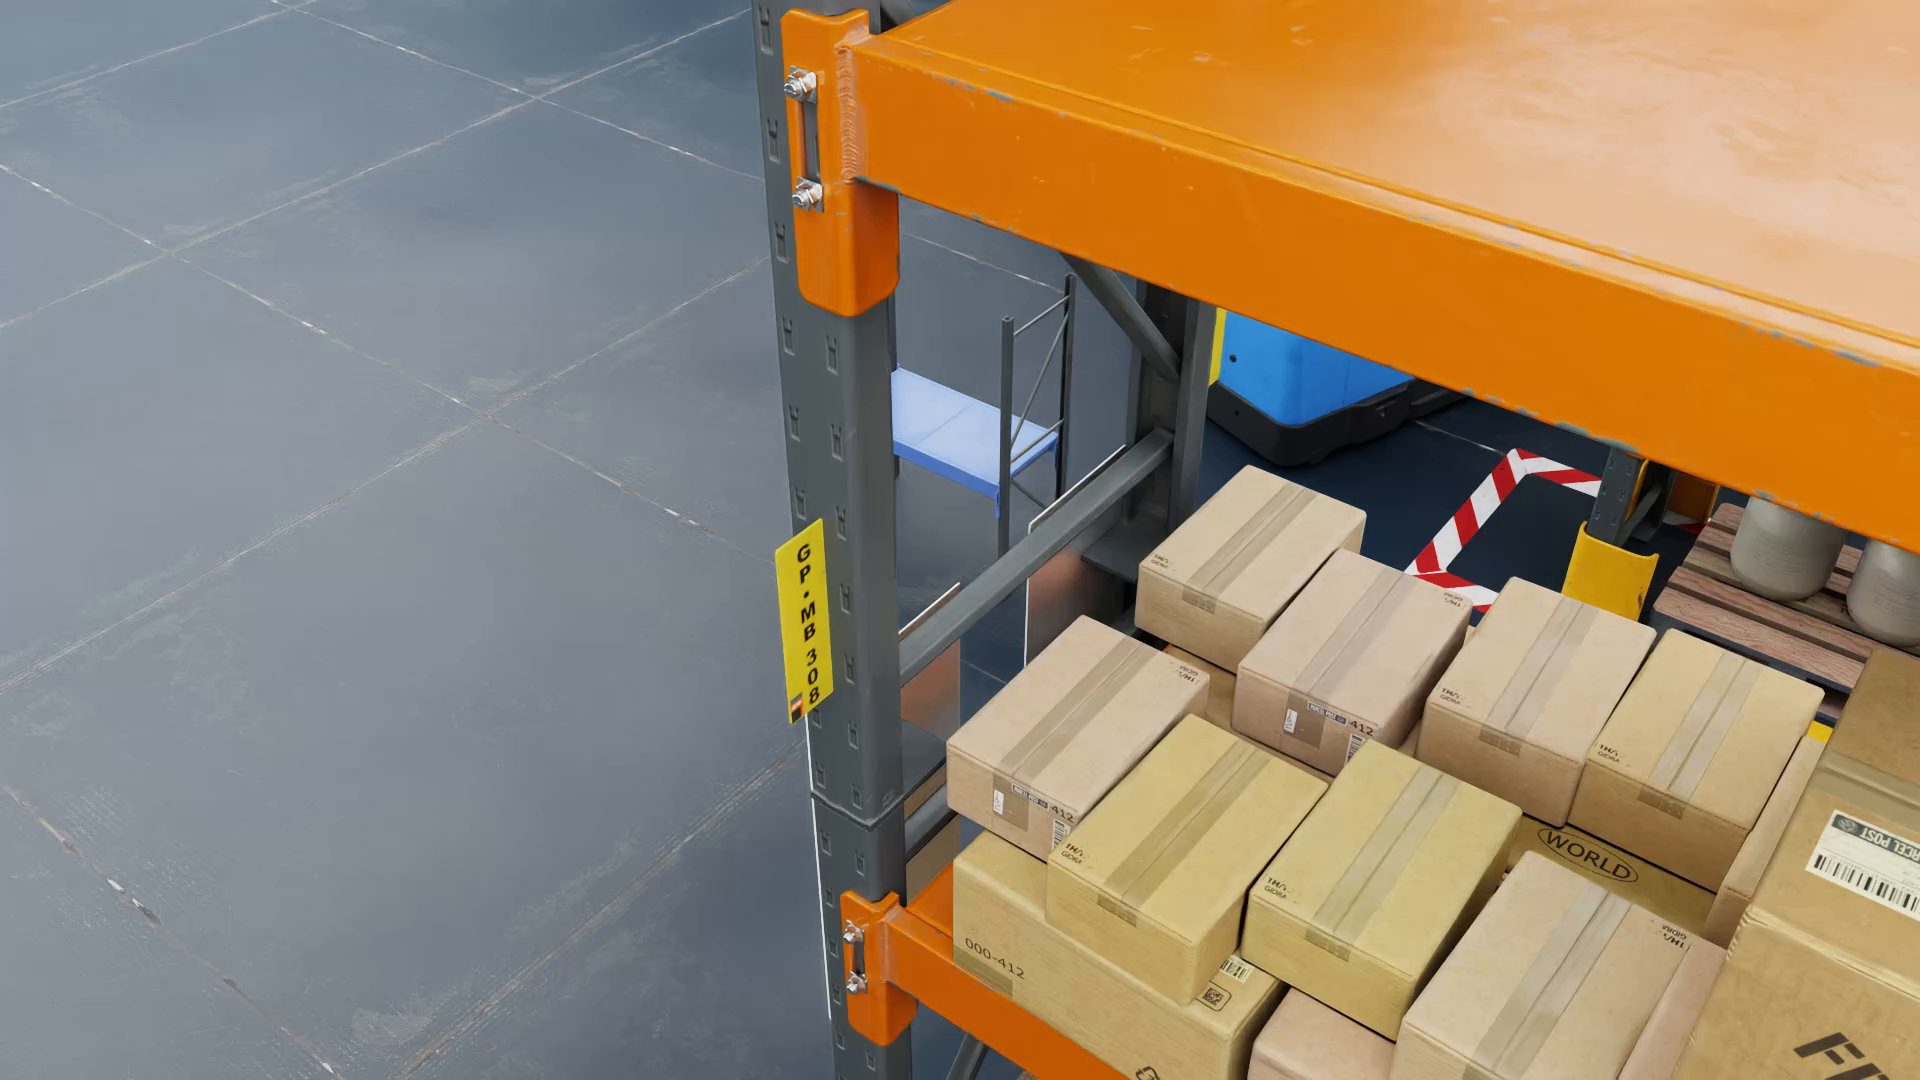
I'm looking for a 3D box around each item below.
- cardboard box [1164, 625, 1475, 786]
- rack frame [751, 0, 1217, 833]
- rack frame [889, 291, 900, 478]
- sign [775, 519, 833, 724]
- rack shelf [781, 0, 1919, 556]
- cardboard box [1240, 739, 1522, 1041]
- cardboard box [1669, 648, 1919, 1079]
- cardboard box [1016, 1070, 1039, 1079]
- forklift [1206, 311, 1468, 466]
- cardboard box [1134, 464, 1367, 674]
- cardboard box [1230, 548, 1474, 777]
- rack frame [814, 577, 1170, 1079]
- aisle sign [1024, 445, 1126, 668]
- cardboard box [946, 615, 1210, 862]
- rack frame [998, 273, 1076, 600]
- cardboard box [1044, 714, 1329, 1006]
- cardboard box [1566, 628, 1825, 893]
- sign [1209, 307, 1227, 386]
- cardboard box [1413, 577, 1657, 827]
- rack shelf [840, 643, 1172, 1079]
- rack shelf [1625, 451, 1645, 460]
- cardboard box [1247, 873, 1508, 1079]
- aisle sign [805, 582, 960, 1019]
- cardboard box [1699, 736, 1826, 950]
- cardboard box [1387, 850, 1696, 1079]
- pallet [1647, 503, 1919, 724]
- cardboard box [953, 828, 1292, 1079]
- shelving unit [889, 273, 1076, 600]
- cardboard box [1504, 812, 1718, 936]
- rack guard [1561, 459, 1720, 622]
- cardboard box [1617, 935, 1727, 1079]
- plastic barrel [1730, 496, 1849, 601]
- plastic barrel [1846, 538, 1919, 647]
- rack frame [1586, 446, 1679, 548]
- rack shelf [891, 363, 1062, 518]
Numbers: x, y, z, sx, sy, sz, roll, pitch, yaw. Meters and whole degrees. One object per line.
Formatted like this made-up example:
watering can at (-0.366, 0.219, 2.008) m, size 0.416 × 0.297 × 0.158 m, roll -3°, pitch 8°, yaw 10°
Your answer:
cardboard box at (0.648, 0.313, 2.966) m, size 0.500 × 0.250 × 0.500 m, roll 26°, pitch 45°, yaw 30°
rack frame at (0.111, -0.983, 2.067) m, size 0.127 × 3.000 × 1.000 m, roll 25°, pitch 45°, yaw 29°
rack frame at (-0.472, -0.813, 7.932) m, size 0.032 × 1.500 × 0.500 m, roll 25°, pitch 45°, yaw 29°
sign at (-0.219, 0.120, 2.382) m, size 0.005 × 0.325 × 0.100 m, roll 25°, pitch 45°, yaw 29°
rack shelf at (1.699, 0.051, 1.333) m, size 4.000 × 0.370 × 1.077 m, roll 25°, pitch 45°, yaw 29°
cardboard box at (0.612, 0.495, 2.410) m, size 0.250 × 0.149 × 0.380 m, roll 24°, pitch 44°, yaw 28°
cardboard box at (1.126, 0.533, 1.836) m, size 0.500 × 0.500 × 0.500 m, roll 25°, pitch 44°, yaw 28°
cardboard box at (0.382, 1.168, 3.052) m, size 0.500 × 0.500 × 0.500 m, roll 25°, pitch 45°, yaw 29°
forklift at (2.617, -2.232, 8.584) m, size 3.031 × 2.935 × 1.130 m, roll -22°, pitch 43°, yaw -26°
cardboard box at (0.521, 0.051, 2.977) m, size 0.250 × 0.149 × 0.380 m, roll 25°, pitch 45°, yaw 29°
cardboard box at (0.656, 0.206, 2.779) m, size 0.250 × 0.149 × 0.380 m, roll 24°, pitch 44°, yaw 27°
rack frame at (0.111, 1.379, 3.916) m, size 0.127 × 3.000 × 1.000 m, roll 25°, pitch 45°, yaw 29°
aisle sign at (0.244, 0.185, 3.332) m, size 0.004 × 0.787 × 0.394 m, roll 25°, pitch 45°, yaw 29°
cardboard box at (0.189, 0.317, 2.638) m, size 0.250 × 0.149 × 0.380 m, roll 25°, pitch 44°, yaw 28°
rack frame at (0.336, -0.432, 7.446) m, size 0.032 × 1.500 × 0.500 m, roll 25°, pitch 45°, yaw 29°
cardboard box at (0.336, 0.461, 2.454) m, size 0.250 × 0.149 × 0.380 m, roll 26°, pitch 45°, yaw 29°
cardboard box at (1.154, 0.337, 2.612) m, size 0.250 × 0.149 × 0.380 m, roll 26°, pitch 45°, yaw 29°
sign at (0.464, -0.415, 3.056) m, size 0.005 × 0.325 × 0.100 m, roll 25°, pitch 45°, yaw 29°
cardboard box at (0.940, 0.255, 2.717) m, size 0.250 × 0.149 × 0.380 m, roll 23°, pitch 44°, yaw 27°
rack shelf at (1.699, 1.230, 2.256) m, size 4.000 × 0.370 × 1.077 m, roll 25°, pitch 45°, yaw 29°
rack shelf at (4.708, -0.014, 6.279) m, size 4.000 × 0.370 × 1.077 m, roll 25°, pitch 45°, yaw 29°
cardboard box at (0.750, 0.754, 2.402) m, size 0.500 × 0.250 × 0.500 m, roll 24°, pitch 44°, yaw 28°
aisle sign at (-0.121, 0.479, 2.957) m, size 0.004 × 0.787 × 0.394 m, roll 25°, pitch 45°, yaw 29°
cardboard box at (1.275, 0.491, 2.415) m, size 0.250 × 0.149 × 0.380 m, roll 26°, pitch 45°, yaw 29°
cardboard box at (0.785, 0.632, 2.235) m, size 0.250 × 0.149 × 0.380 m, roll 27°, pitch 46°, yaw 30°
pallet at (3.851, 0.364, 7.474) m, size 1.213 × 0.211 × 1.003 m, roll 25°, pitch 45°, yaw 29°
cardboard box at (0.336, 0.564, 2.645) m, size 0.500 × 0.250 × 0.500 m, roll 27°, pitch 45°, yaw 30°
shelving unit at (-0.068, -0.622, 7.689) m, size 1.048 × 1.500 × 0.538 m, roll 25°, pitch 45°, yaw 29°
cardboard box at (1.046, 0.499, 2.729) m, size 0.500 × 0.250 × 0.500 m, roll 26°, pitch 45°, yaw 29°
rack guard at (3.209, -0.056, 7.777) m, size 0.348 × 0.500 × 1.175 m, roll 25°, pitch 45°, yaw 29°
cardboard box at (0.975, 0.725, 2.116) m, size 0.250 × 0.149 × 0.380 m, roll 25°, pitch 45°, yaw 28°
plastic barrel at (3.689, -0.023, 7.384) m, size 0.421 × 0.512 × 0.421 m, roll 0°, pitch 38°, yaw 0°
plastic barrel at (4.087, 0.165, 7.144) m, size 0.421 × 0.512 × 0.421 m, roll 0°, pitch 38°, yaw 0°
rack frame at (3.120, -1.046, 7.014) m, size 0.127 × 3.000 × 1.000 m, roll 25°, pitch 45°, yaw 29°
rack shelf at (-0.068, -0.481, 7.800) m, size 1.000 × 0.185 × 0.538 m, roll 25°, pitch 45°, yaw 29°
